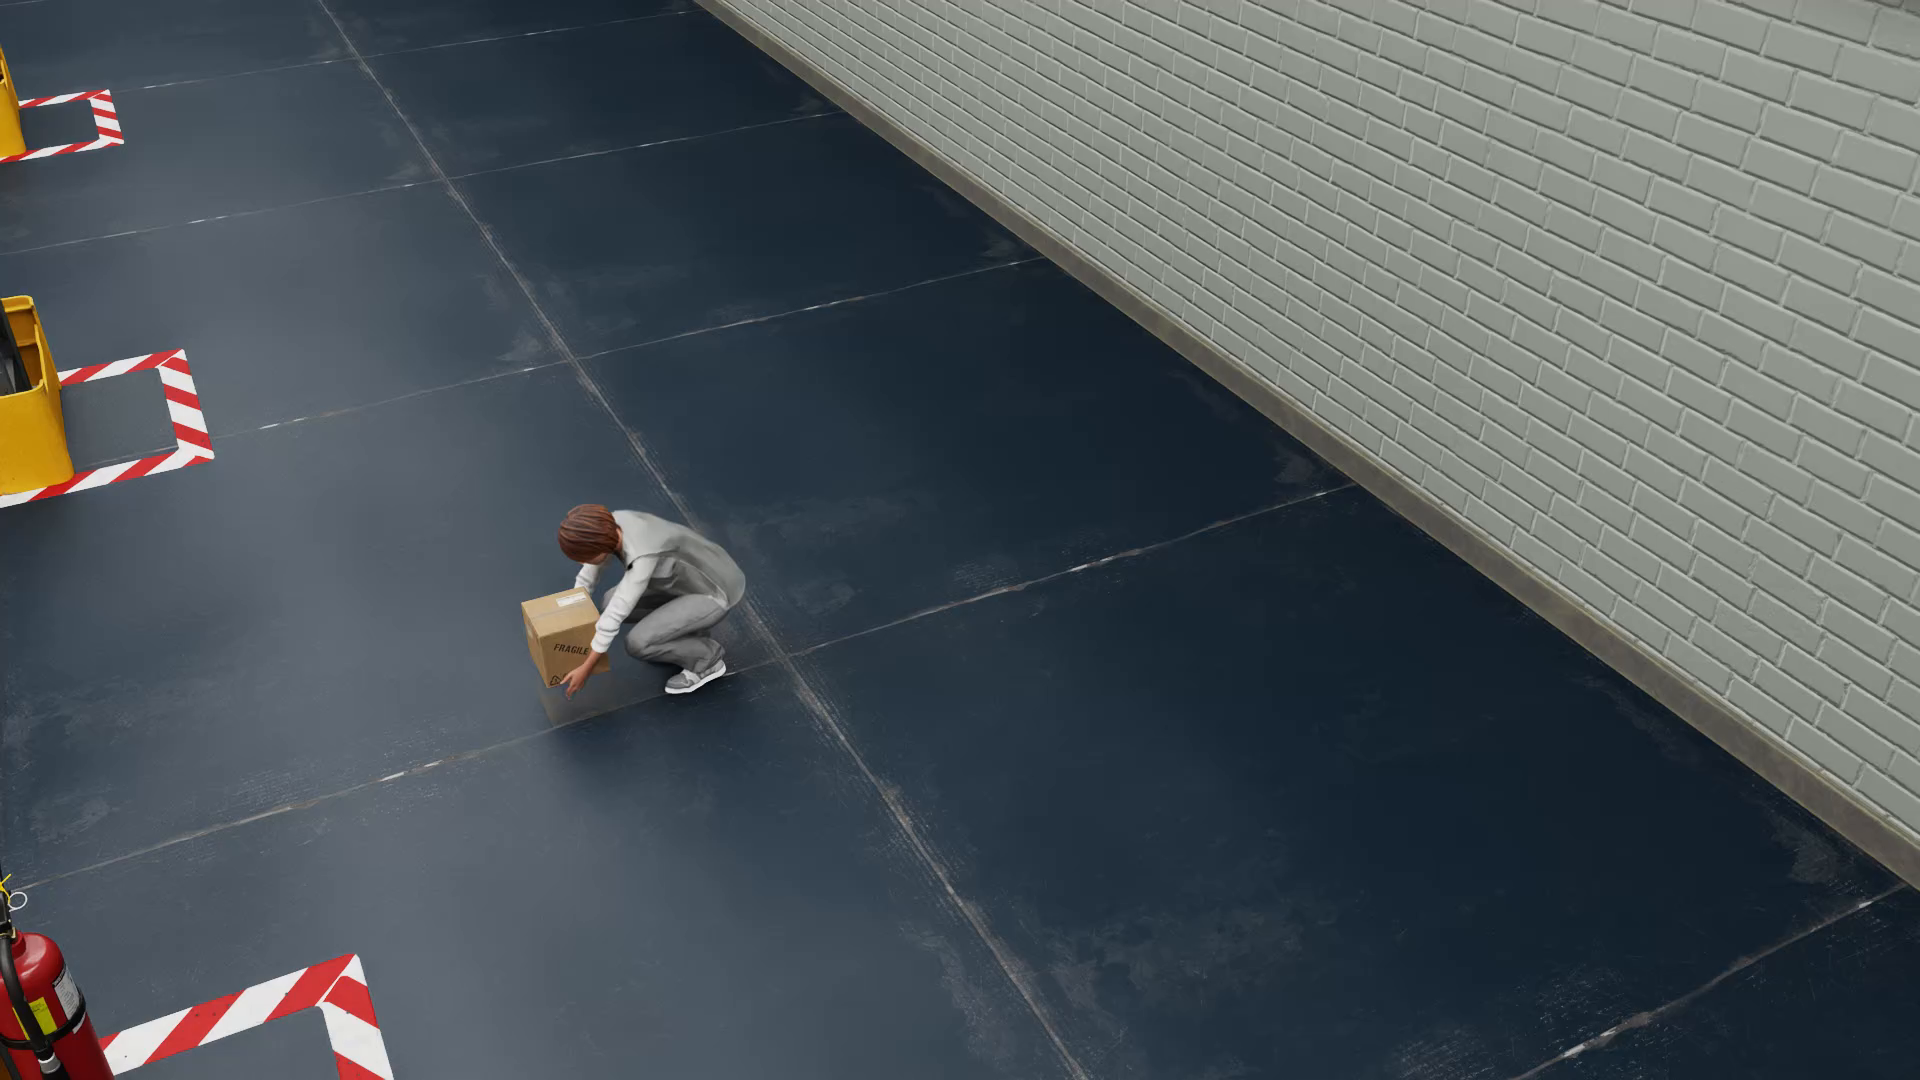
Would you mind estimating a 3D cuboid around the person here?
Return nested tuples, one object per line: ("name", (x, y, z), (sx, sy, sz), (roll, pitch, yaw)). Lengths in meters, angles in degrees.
("person", (-1.236, 0.194, 6.508), (0.816, 0.887, 0.433), (-17, 37, -23))
